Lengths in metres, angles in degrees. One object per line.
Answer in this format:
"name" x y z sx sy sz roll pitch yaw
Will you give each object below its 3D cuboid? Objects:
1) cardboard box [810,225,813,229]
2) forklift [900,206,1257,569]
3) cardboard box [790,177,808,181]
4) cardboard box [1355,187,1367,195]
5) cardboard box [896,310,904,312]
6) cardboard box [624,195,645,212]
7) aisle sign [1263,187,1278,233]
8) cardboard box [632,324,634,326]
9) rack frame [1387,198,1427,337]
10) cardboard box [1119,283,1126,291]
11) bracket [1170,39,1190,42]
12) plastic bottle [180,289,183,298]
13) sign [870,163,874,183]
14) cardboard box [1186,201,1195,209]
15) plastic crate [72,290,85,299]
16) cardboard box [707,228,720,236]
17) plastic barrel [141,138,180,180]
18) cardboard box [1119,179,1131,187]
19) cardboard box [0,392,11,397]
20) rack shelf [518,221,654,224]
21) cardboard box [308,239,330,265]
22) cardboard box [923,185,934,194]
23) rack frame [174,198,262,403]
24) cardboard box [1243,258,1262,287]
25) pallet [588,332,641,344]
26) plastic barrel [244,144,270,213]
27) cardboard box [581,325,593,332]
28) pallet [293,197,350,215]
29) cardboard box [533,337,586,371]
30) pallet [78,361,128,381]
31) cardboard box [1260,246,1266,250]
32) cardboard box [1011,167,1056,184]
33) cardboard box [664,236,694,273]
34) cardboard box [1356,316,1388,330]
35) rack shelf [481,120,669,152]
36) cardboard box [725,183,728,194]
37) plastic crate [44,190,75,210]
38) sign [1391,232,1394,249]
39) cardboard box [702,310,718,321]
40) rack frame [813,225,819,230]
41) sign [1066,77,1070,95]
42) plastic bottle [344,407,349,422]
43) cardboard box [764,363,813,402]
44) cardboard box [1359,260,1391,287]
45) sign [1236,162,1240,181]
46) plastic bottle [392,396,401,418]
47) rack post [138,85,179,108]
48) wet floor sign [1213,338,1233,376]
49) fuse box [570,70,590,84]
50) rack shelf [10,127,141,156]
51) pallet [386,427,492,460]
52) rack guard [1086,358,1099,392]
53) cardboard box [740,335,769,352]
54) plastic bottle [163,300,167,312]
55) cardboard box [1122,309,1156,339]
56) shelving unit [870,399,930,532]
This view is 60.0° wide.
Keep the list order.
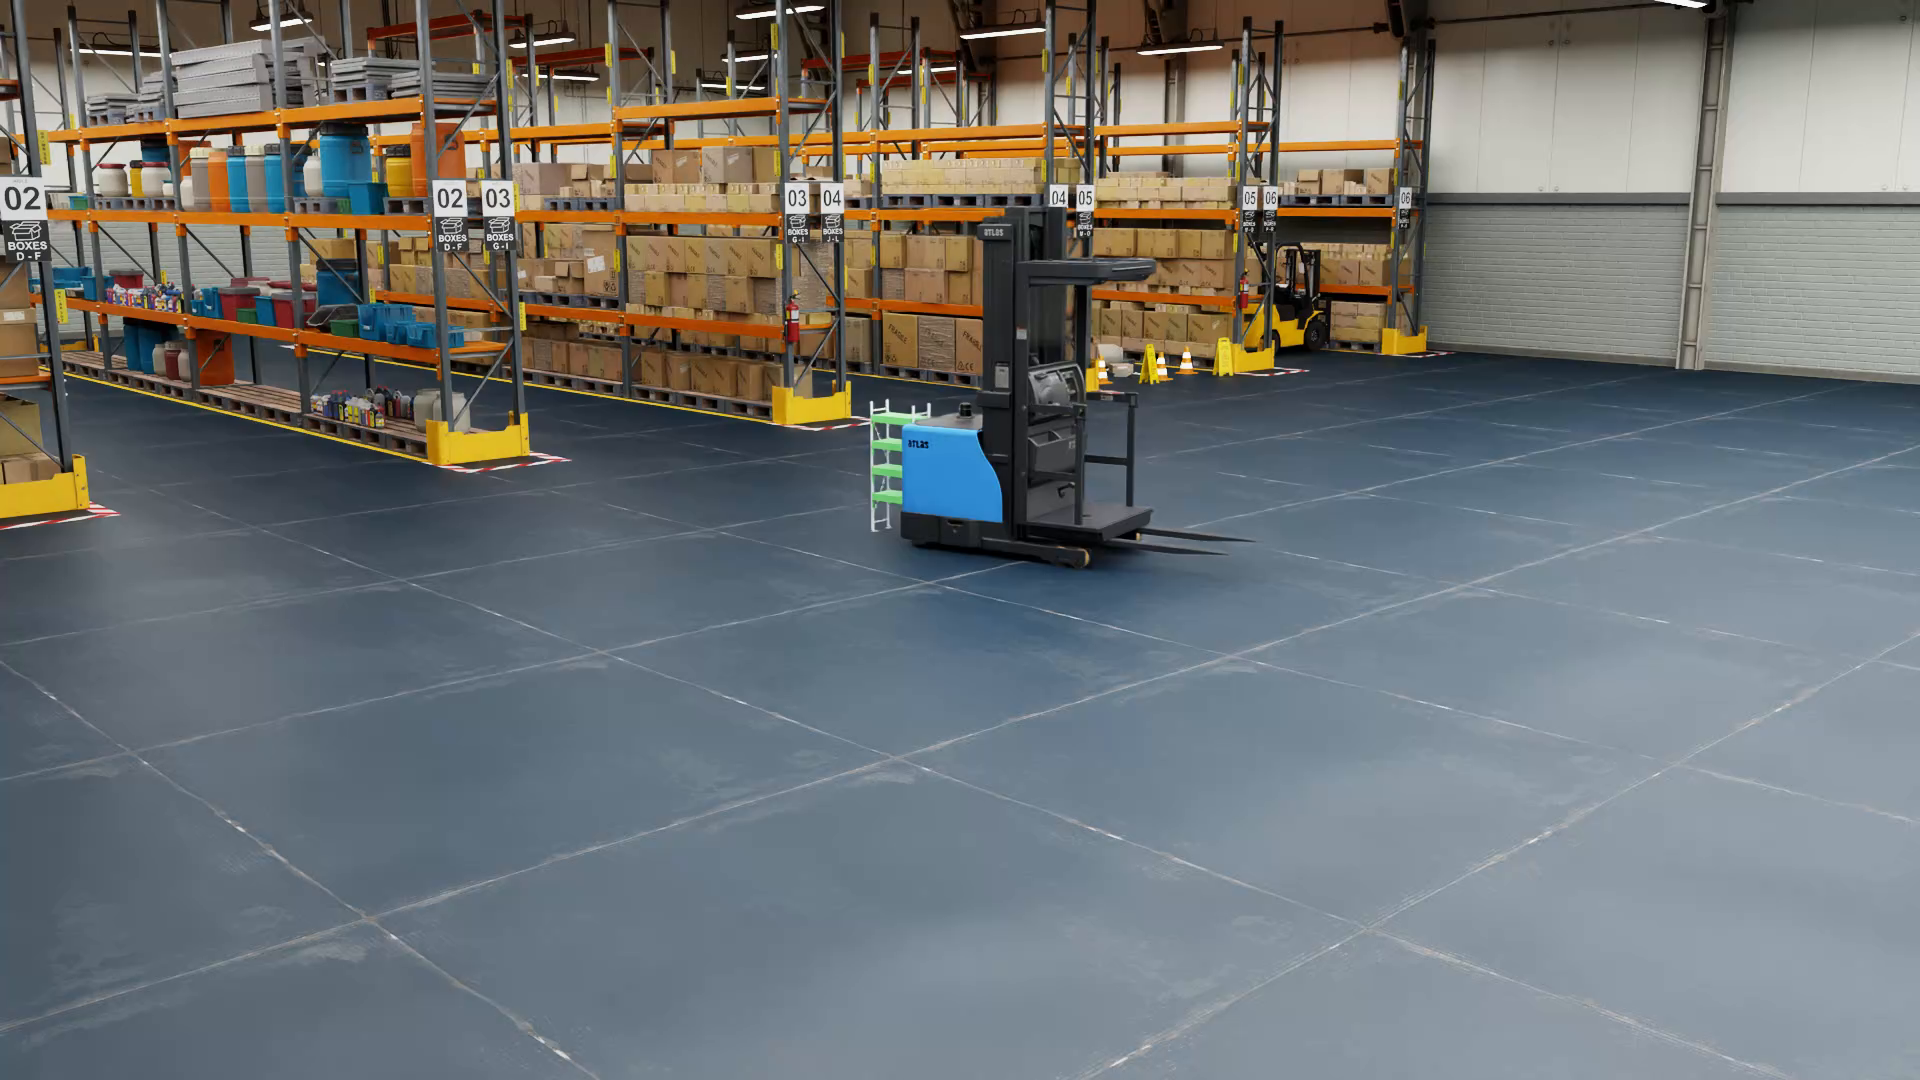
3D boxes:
"cardboard box" -3.546 -7.103 37.623 0.380 0.149 0.250 -11 16 -44
"forklift" 1.005 -1.320 14.057 3.031 2.935 1.130 7 14 30
"cardboard box" -2.809 -6.354 29.817 0.500 0.311 0.500 -11 16 -44
"cardboard box" 7.980 -6.867 32.708 0.250 0.149 0.380 11 16 44
"cardboard box" -0.757 -4.940 35.681 0.875 0.875 0.875 -11 16 -43
"cardboard box" -4.620 -4.992 24.647 0.500 0.250 0.500 11 16 43
"aisle sign" 5.451 -5.803 29.200 0.394 0.787 0.004 -11 16 -43
"cardboard box" -6.872 -4.619 35.184 0.380 0.149 0.250 -11 16 -42
"rack frame" 8.772 -5.187 32.656 1.000 3.000 0.127 -11 16 -43
"cardboard box" 3.177 -4.726 31.037 0.380 0.149 0.250 -11 16 -43
"bracket" 4.829 -10.881 36.507 0.235 0.232 0.430 -11 16 -43
"plastic bottle" -12.493 -3.922 26.820 0.152 0.276 0.135 -11 16 -43
"sign" -1.474 -6.174 27.950 0.100 0.325 0.005 -11 16 -43
"cardboard box" 4.254 -5.976 29.672 0.380 0.149 0.250 -11 16 -42
"plastic crate" -14.820 -4.196 28.377 0.437 0.125 0.590 -11 16 -43
"cardboard box" -5.740 -7.259 39.987 0.500 0.500 0.500 -11 16 -44
"plastic barrel" -12.563 -5.868 26.243 0.600 0.901 0.708 -11 16 -43
"cardboard box" 3.150 -6.579 30.625 0.250 0.149 0.380 11 16 43
"cardboard box" -10.394 -1.289 17.650 0.500 0.500 0.500 -11 16 -43
"rack shelf" -7.994 -6.951 35.564 1.077 0.370 4.000 -11 16 -43
"cardboard box" -12.551 -5.708 32.960 0.500 0.500 0.500 11 16 44
"cardboard box" -0.379 -5.726 27.173 0.380 0.149 0.250 -11 16 -43
"rack frame" -11.090 -3.592 24.910 1.000 3.000 0.127 -11 16 -43
"cardboard box" 5.058 -4.798 29.779 0.500 0.500 0.500 -11 16 -43
"pallet" -7.103 -4.269 35.110 1.003 0.211 1.213 -11 16 -43
"plastic barrel" -9.288 -4.862 22.400 0.600 0.901 0.600 0 12 0
"cardboard box" -7.845 -4.512 35.403 0.380 0.149 0.250 -11 16 -43
"pallet" -7.759 -4.293 21.348 1.213 0.211 1.003 -11 16 -43
"cardboard box" -6.638 -3.099 27.623 0.500 0.500 0.700 10 15 40
"pallet" -14.388 -2.911 28.520 1.003 0.211 1.213 -11 16 -43
"cardboard box" 6.443 -6.134 34.659 0.380 0.149 0.250 -11 16 -44
"cardboard box" 1.134 -5.619 25.664 0.500 0.250 0.500 -11 16 -42
"cardboard box" -3.927 -4.135 24.088 0.500 0.500 0.500 -11 16 -43
"cardboard box" 8.209 -4.319 32.974 0.500 0.250 0.500 -11 16 -43
"rack shelf" -6.127 -6.380 26.351 1.077 0.370 4.000 -11 16 -43
"cardboard box" -3.035 -4.868 23.056 0.380 0.149 0.250 -11 16 -42
"plastic crate" -15.759 -5.937 29.013 0.504 0.338 0.767 -11 16 -43
"sign" 8.370 -5.797 32.158 0.100 0.325 0.005 -11 16 -43
"cardboard box" -3.441 -3.208 23.673 0.380 0.149 0.250 -11 16 -43
"rack frame" -3.103 -6.246 37.797 1.000 3.000 0.127 -11 16 -43
"sign" 2.024 -8.474 31.035 0.100 0.325 0.005 -11 16 -43
"plastic bottle" -7.762 -1.605 21.112 0.097 0.201 0.097 0 12 0
"cardboard box" -2.402 -2.189 23.257 0.500 0.500 0.500 -7 14 -32
"cardboard box" 8.242 -5.272 32.817 0.500 0.500 0.500 -11 16 -44
"sign" 4.769 -6.324 28.543 0.100 0.325 0.005 -11 16 -43
"plastic bottle" -7.286 -1.725 21.490 0.061 0.283 0.133 -11 16 -43
"rack post" -11.620 -6.593 24.798 0.954 0.300 0.937 -11 16 -43
"wet floor sign" 4.542 -3.165 28.676 0.267 0.644 0.232 -5 13 -23
"fuse box" -9.940 -12.116 43.490 0.513 0.334 0.176 -11 16 -43
"rack shelf" -15.234 -6.857 28.668 1.077 0.370 4.000 -11 16 -43
"pallet" -6.209 -1.182 20.126 1.003 0.211 1.213 -11 16 -43
"rack guard" 1.690 -2.563 26.112 1.175 0.500 0.348 -11 16 -43
"cardboard box" -3.495 -3.961 31.236 1.050 0.750 0.750 -11 16 -43
"plastic bottle" -12.106 -3.590 25.393 0.097 0.201 0.097 0 12 0
"cardboard box" 3.369 -4.029 30.949 0.500 0.500 0.500 -10 15 -40
"shelving unit" -0.541 -0.654 15.112 0.503 1.200 0.258 9 15 37
